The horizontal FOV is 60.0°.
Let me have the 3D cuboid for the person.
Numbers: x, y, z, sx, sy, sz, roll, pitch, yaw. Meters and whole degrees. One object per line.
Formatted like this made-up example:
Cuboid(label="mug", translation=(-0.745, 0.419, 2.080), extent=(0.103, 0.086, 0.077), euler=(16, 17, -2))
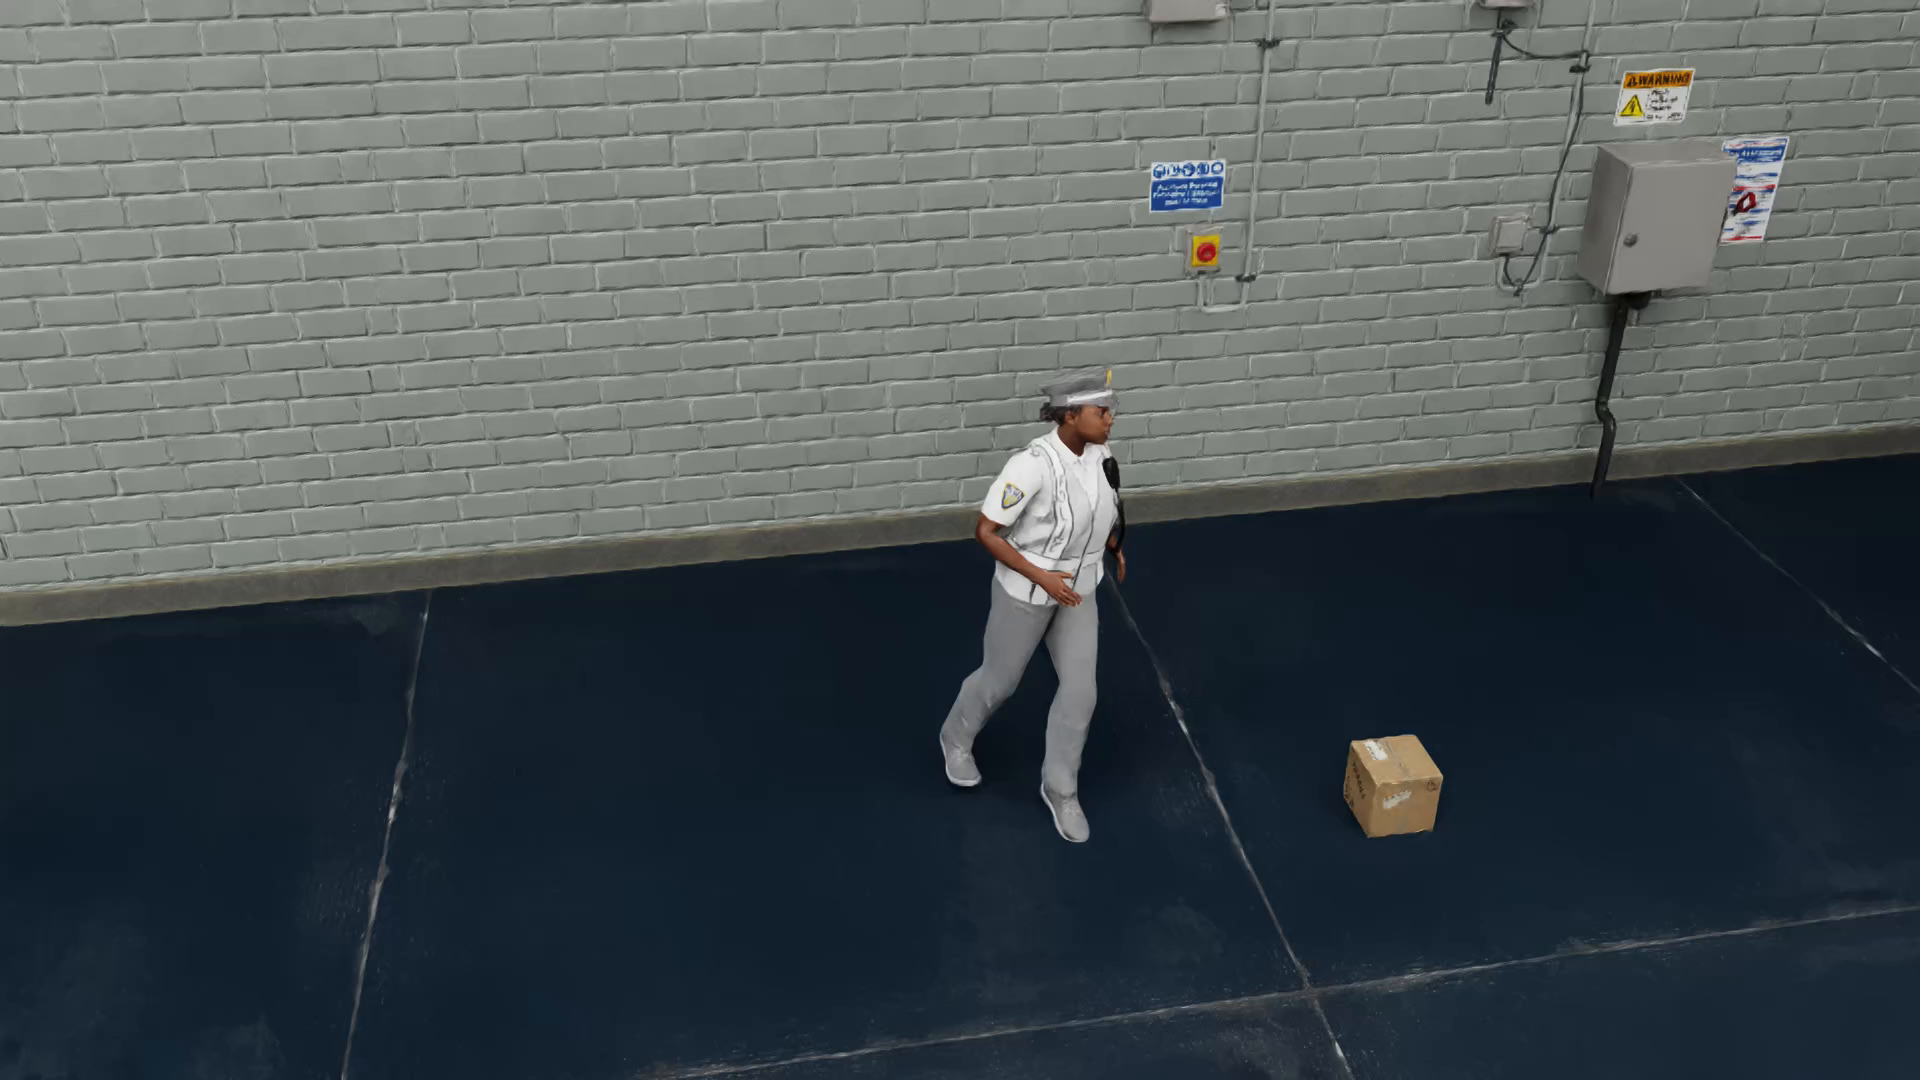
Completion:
Cuboid(label="person", translation=(0.322, 0.188, 5.819), extent=(0.658, 1.719, 0.704), euler=(-22, 37, -33))
